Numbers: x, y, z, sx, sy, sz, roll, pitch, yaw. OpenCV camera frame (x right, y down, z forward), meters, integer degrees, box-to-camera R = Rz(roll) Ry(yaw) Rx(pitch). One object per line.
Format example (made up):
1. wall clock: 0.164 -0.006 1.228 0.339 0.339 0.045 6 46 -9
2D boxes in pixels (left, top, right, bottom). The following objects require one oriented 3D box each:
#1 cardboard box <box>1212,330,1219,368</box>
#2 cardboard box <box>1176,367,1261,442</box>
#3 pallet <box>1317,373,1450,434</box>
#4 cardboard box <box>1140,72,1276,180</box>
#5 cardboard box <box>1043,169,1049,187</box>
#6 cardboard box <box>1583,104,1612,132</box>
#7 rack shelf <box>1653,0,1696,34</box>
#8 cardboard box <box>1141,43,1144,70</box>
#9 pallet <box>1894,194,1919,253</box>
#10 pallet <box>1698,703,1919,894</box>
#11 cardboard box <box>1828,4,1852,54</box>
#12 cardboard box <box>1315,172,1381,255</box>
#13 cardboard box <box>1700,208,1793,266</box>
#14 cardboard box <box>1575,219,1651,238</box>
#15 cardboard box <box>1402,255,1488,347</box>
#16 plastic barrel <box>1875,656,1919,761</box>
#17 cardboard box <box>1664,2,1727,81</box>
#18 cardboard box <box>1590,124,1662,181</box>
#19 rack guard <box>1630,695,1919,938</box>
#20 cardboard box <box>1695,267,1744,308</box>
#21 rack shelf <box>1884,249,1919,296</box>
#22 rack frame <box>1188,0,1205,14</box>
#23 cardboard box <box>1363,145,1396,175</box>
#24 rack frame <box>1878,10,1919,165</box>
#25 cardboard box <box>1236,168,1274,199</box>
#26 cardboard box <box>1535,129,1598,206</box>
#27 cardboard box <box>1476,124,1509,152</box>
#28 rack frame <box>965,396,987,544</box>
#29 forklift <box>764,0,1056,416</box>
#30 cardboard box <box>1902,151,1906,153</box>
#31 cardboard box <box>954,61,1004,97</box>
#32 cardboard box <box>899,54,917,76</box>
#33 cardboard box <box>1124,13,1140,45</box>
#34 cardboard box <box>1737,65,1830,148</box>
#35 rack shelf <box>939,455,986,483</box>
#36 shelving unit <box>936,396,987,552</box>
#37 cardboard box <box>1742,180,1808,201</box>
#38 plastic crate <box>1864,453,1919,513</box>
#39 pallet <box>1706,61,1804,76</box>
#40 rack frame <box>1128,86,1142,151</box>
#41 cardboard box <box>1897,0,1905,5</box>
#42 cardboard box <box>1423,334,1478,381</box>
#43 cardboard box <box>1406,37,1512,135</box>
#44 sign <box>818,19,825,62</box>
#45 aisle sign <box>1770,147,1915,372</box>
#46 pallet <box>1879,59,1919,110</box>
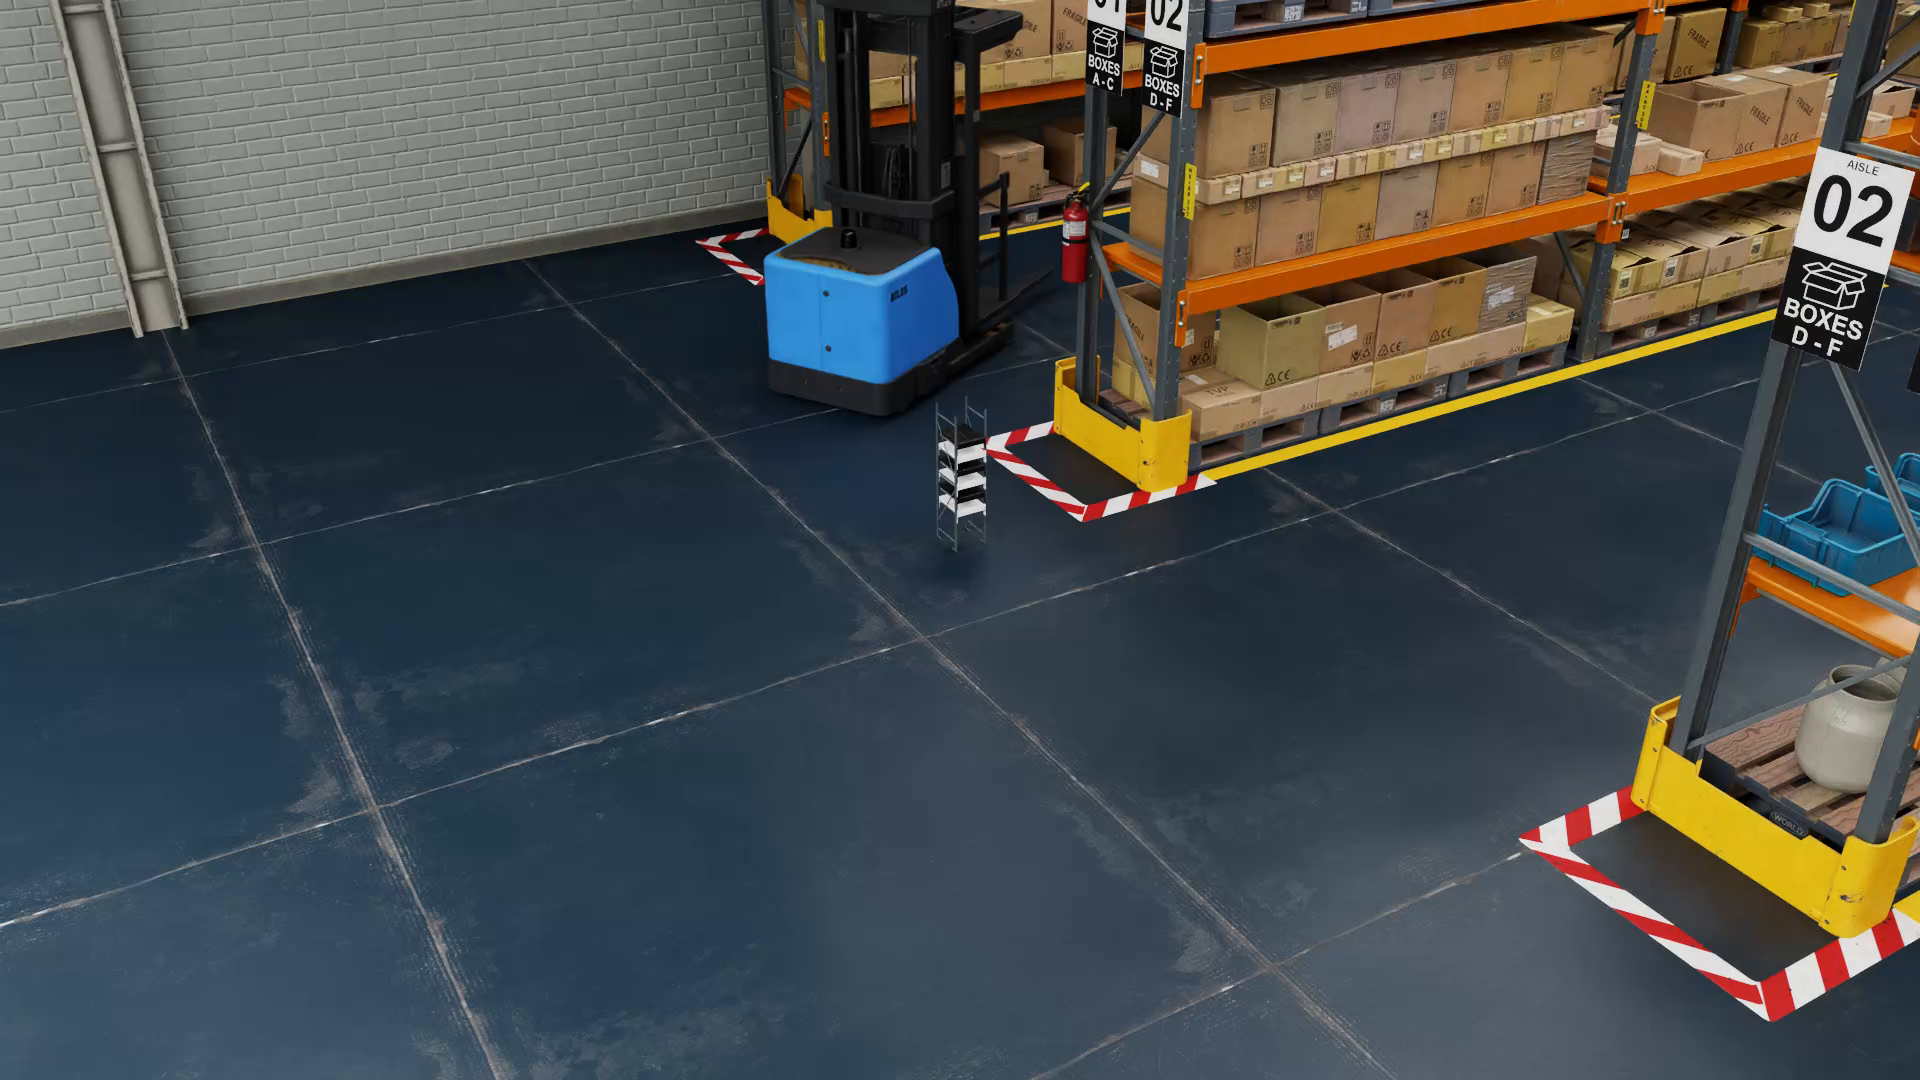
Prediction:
1. cardboard box: 1.834 -1.263 11.845 0.500 0.250 0.500 -16 33 -26
2. cardboard box: 1.671 -0.920 11.223 0.500 0.250 0.500 -16 33 -26
3. pallet: 2.785 -1.182 12.173 1.213 0.211 1.003 -16 33 -26
4. cardboard box: 1.551 -2.635 10.474 0.500 0.500 0.700 -16 33 -26
5. cardboard box: 0.643 -3.504 15.991 0.250 0.149 0.380 -19 34 -30
6. cardboard box: 4.419 -3.052 11.902 0.250 0.149 0.380 -16 33 -26
7. rack shelf: 6.269 -4.368 12.701 4.000 0.370 1.077 -16 33 -26
8. cardboard box: 1.777 -4.644 15.695 0.500 0.250 0.500 -16 33 -26
9. pallet: 4.365 -1.229 6.464 1.213 0.211 1.003 -16 33 -26
10. pallet: 4.347 1.149 7.949 1.213 0.211 1.003 -16 33 -26
11. cardboard box: 10.960 -6.511 21.096 0.500 0.500 0.700 -17 33 -28
12. cardboard box: 2.386 -2.304 11.216 0.500 0.500 0.700 -16 33 -26
13. cardboard box: 6.352 -2.480 13.470 0.500 0.311 0.500 -15 32 -25
14. cardboard box: 5.194 -2.454 13.424 0.500 0.311 0.500 -15 32 -25
15. cardboard box: 3.389 -1.743 11.938 0.500 0.500 0.500 -16 33 -26
16. plastic barrel: 4.563 0.753 7.921 0.421 0.512 0.421 0 29 0
17. cardboard box: 8.435 -5.931 19.682 0.750 0.750 0.750 -15 32 -26
18. cardboard box: 4.947 -2.953 12.652 0.500 0.250 0.500 -14 32 -23
19. rack guard: 3.644 1.219 7.523 0.348 0.500 1.175 -16 33 -26
20. cardboard box: 5.905 -2.108 13.377 0.500 0.250 0.500 -17 33 -28
21. rack shelf: 5.327 -1.325 7.186 4.000 0.370 1.077 -16 33 -26
22. rack frame: 1.096 -4.528 9.141 0.127 3.000 1.000 -16 33 -26
23. cardboard box: 2.653 -2.551 10.994 0.250 0.149 0.380 -16 33 -27
24. rack frame: 7.993 -3.859 14.139 0.127 3.000 1.000 -16 33 -26
25. cardboard box: 1.770 -2.301 10.540 0.250 0.149 0.380 -17 33 -28
26. cardboard box: 4.165 -2.813 12.139 0.500 0.500 0.700 -17 33 -28
27. cardboard box: 3.541 -2.804 11.452 0.250 0.149 0.380 -16 33 -27
28. rack frame: 0.095 -0.421 10.081 0.006 0.900 0.240 -16 33 -26
29. forklift: -0.228 -2.833 12.350 1.130 2.935 3.031 15 32 26
30. cardboard box: 8.727 -3.628 15.076 0.500 0.250 0.500 -15 32 -24
31. cardboard box: 0.047 -4.149 14.799 0.500 0.250 0.500 -16 33 -27
32. cardboard box: -0.422 -4.344 14.375 0.500 0.500 0.500 -16 33 -26
33. cardboard box: 1.354 -4.845 15.284 0.500 0.500 0.500 -16 33 -27
34. cardboard box: 6.555 -3.486 13.358 0.500 0.500 0.500 -18 34 -29
35. rack shelf: 0.007 -0.446 10.009 0.200 0.077 0.258 -16 33 -26
36. shelving unit: 0.007 -0.396 10.036 0.210 0.900 0.258 -16 33 -26
37. cardboard box: 6.944 -2.947 14.316 0.500 0.311 0.500 -17 33 -28
38. plastic crate: 4.445 -0.175 7.617 0.408 0.251 0.499 -16 33 -26
39. pallet: 9.625 -5.834 20.603 1.213 0.211 1.003 -16 33 -26
40. rack frame: 2.032 -4.943 16.102 0.127 3.000 1.000 -16 33 -26
41. cardboard box: 11.807 -6.934 21.190 0.250 0.149 0.380 -16 33 -27
42. cardboard box: 3.396 -1.409 12.110 0.500 0.250 0.500 -16 33 -26
43. cardboard box: 3.298 -3.134 11.379 0.500 0.500 0.700 -16 33 -26
44. sign: -1.142 -4.117 13.709 0.005 0.325 0.100 -16 33 -26
45. aisle sign: 3.390 -1.081 6.414 0.004 0.787 0.394 -16 33 -26
46. pallet: 8.542 -3.971 14.539 1.003 0.211 1.213 -16 33 -26
